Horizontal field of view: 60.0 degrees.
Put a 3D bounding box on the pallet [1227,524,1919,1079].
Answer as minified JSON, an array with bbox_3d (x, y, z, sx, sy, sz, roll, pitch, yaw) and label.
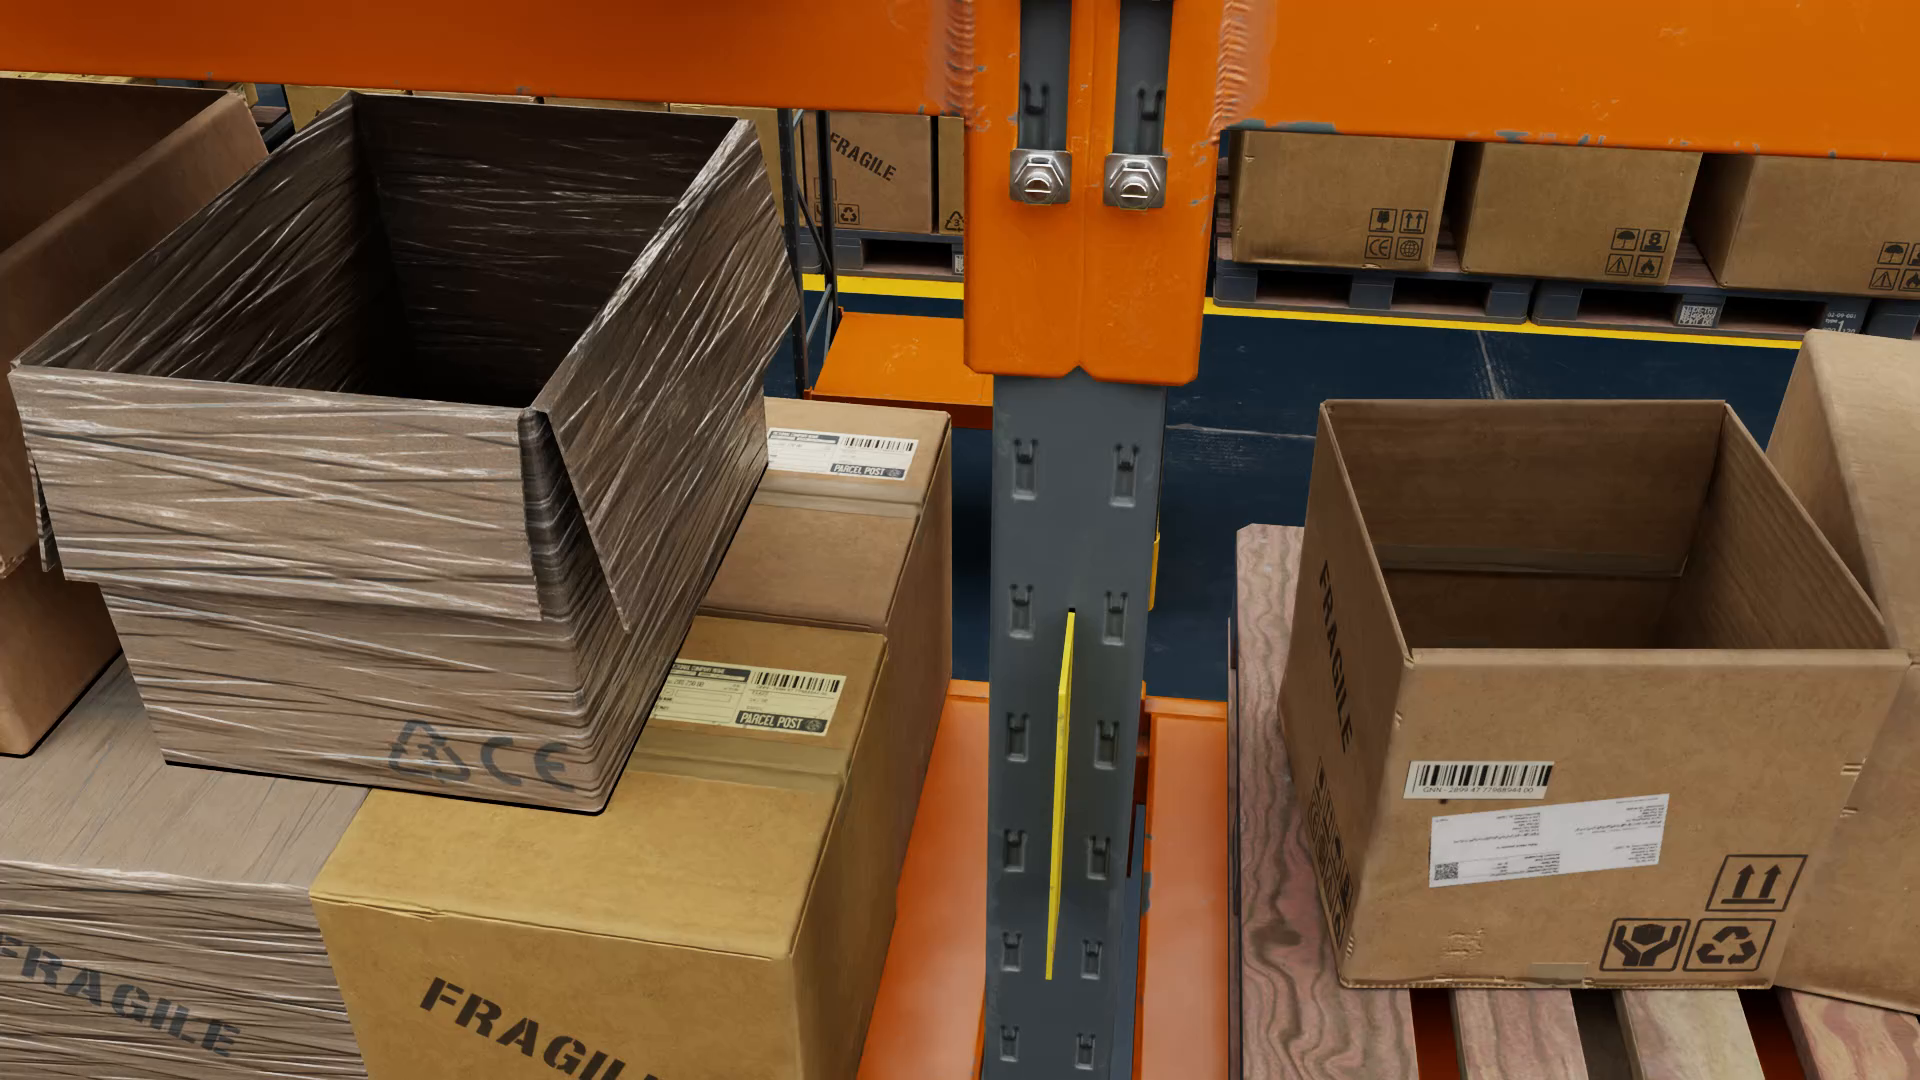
[{"bbox_3d":[0.870,0.437,2.220,1.003,0.211,1.213,4,36,6],"label":"pallet"}]

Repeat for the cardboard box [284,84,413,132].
[{"bbox_3d":[-2.387,-1.724,6.874,0.500,0.500,0.500,6,36,8],"label":"cardboard box"}]

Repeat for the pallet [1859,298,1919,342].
[{"bbox_3d":[4.074,-1.065,6.561,1.213,0.211,1.003,4,36,6],"label":"pallet"}]

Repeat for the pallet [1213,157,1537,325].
[{"bbox_3d":[1.654,-1.246,6.814,1.213,0.211,1.003,4,36,6],"label":"pallet"}]

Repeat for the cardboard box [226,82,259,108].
[{"bbox_3d":[-3.406,-2.001,7.564,0.250,0.149,0.380,3,36,4],"label":"cardboard box"}]

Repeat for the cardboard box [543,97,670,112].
[{"bbox_3d":[-1.341,-1.655,6.778,0.500,0.500,0.500,5,36,7],"label":"cardboard box"}]

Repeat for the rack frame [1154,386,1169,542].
[{"bbox_3d":[0.589,-0.567,4.753,0.032,1.500,0.500,4,36,6],"label":"rack frame"}]

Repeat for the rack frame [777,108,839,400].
[{"bbox_3d":[-0.420,-0.642,4.858,0.032,1.500,0.500,4,36,6],"label":"rack frame"}]

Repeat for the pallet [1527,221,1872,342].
[{"bbox_3d":[2.860,-1.154,6.685,1.213,0.211,1.003,4,36,6],"label":"pallet"}]

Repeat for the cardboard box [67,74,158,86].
[{"bbox_3d":[-3.472,-1.908,6.921,0.250,0.149,0.380,5,36,7],"label":"cardboard box"}]

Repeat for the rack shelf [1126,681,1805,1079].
[{"bbox_3d":[2.133,0.809,2.154,4.000,0.370,1.077,4,36,6],"label":"rack shelf"}]

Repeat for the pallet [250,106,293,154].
[{"bbox_3d":[-3.757,-1.673,7.412,1.213,0.211,1.003,4,36,6],"label":"pallet"}]

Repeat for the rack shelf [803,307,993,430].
[{"bbox_3d":[0.085,-0.458,4.910,1.000,0.185,0.538,4,36,6],"label":"rack shelf"}]

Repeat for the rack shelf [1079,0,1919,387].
[{"bbox_3d":[2.133,-0.412,1.283,4.000,0.370,1.077,4,36,6],"label":"rack shelf"}]

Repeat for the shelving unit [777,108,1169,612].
[{"bbox_3d":[0.076,-0.605,4.806,1.083,1.500,0.587,4,36,6],"label":"shelving unit"}]

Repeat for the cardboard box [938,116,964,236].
[{"bbox_3d":[0.195,-1.534,6.608,0.500,0.500,0.500,4,36,6],"label":"cardboard box"}]

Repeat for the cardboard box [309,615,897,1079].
[{"bbox_3d":[-0.372,0.433,1.975,0.500,0.500,0.500,5,36,7],"label":"cardboard box"}]

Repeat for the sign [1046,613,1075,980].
[{"bbox_3d":[0.082,0.217,1.368,0.005,0.325,0.100,4,36,6],"label":"sign"}]

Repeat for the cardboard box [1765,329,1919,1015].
[{"bbox_3d":[1.257,0.157,2.001,0.500,0.500,0.700,9,37,13],"label":"cardboard box"}]

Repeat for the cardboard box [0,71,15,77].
[{"bbox_3d":[-3.978,-1.918,6.936,0.250,0.149,0.380,4,36,6],"label":"cardboard box"}]

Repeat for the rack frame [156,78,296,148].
[{"bbox_3d":[-3.086,-2.778,6.561,0.127,3.000,1.000,4,36,6],"label":"rack frame"}]

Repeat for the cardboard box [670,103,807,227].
[{"bbox_3d":[-0.846,-1.604,6.706,0.500,0.500,0.500,3,36,4],"label":"cardboard box"}]

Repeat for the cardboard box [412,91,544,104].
[{"bbox_3d":[-1.862,-1.686,6.821,0.500,0.500,0.500,6,36,8],"label":"cardboard box"}]

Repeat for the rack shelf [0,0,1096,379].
[{"bbox_3d":[-1.834,-0.708,1.697,4.000,0.370,1.077,4,36,6],"label":"rack shelf"}]

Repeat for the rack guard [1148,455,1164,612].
[{"bbox_3d":[0.570,-0.059,5.118,0.087,0.250,0.587,4,36,6],"label":"rack guard"}]

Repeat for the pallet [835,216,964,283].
[{"bbox_3d":[0.107,-1.406,7.039,1.213,0.211,1.003,4,36,6],"label":"pallet"}]

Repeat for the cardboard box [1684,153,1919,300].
[{"bbox_3d":[3.265,-1.509,6.358,0.750,0.750,1.050,4,36,6],"label":"cardboard box"}]

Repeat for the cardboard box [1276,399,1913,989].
[{"bbox_3d":[0.690,0.173,1.978,0.500,0.500,0.500,0,36,0],"label":"cardboard box"}]

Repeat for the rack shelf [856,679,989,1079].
[{"bbox_3d":[-1.834,0.513,2.569,4.000,0.370,1.077,4,36,6],"label":"rack shelf"}]

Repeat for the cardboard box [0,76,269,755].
[{"bbox_3d":[-1.220,-0.194,1.991,0.637,0.503,0.797,5,36,7],"label":"cardboard box"}]

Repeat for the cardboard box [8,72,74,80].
[{"bbox_3d":[-3.731,-1.904,6.916,0.250,0.149,0.380,5,36,7],"label":"cardboard box"}]

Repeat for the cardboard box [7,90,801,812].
[{"bbox_3d":[-0.574,-0.145,1.921,0.637,0.503,0.797,5,36,8],"label":"cardboard box"}]

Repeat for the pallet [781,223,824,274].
[{"bbox_3d":[-1.100,-1.498,7.167,1.213,0.211,1.003,4,36,6],"label":"pallet"}]

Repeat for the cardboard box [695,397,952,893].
[{"bbox_3d":[-0.298,0.134,2.393,0.500,0.500,0.500,5,36,7],"label":"cardboard box"}]

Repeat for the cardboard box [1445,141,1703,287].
[{"bbox_3d":[2.342,-1.578,6.454,0.750,0.750,1.050,5,36,7],"label":"cardboard box"}]

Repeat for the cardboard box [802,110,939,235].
[{"bbox_3d":[-0.319,-1.575,6.664,0.500,0.500,0.500,6,36,8],"label":"cardboard box"}]

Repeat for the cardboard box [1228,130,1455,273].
[{"bbox_3d":[1.474,-1.641,6.542,0.750,0.750,1.050,4,36,5],"label":"cardboard box"}]

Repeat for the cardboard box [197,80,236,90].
[{"bbox_3d":[-3.405,-2.121,7.477,0.250,0.149,0.380,6,36,8],"label":"cardboard box"}]

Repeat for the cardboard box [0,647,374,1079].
[{"bbox_3d":[-0.865,0.393,2.031,0.500,0.500,0.500,4,36,6],"label":"cardboard box"}]
